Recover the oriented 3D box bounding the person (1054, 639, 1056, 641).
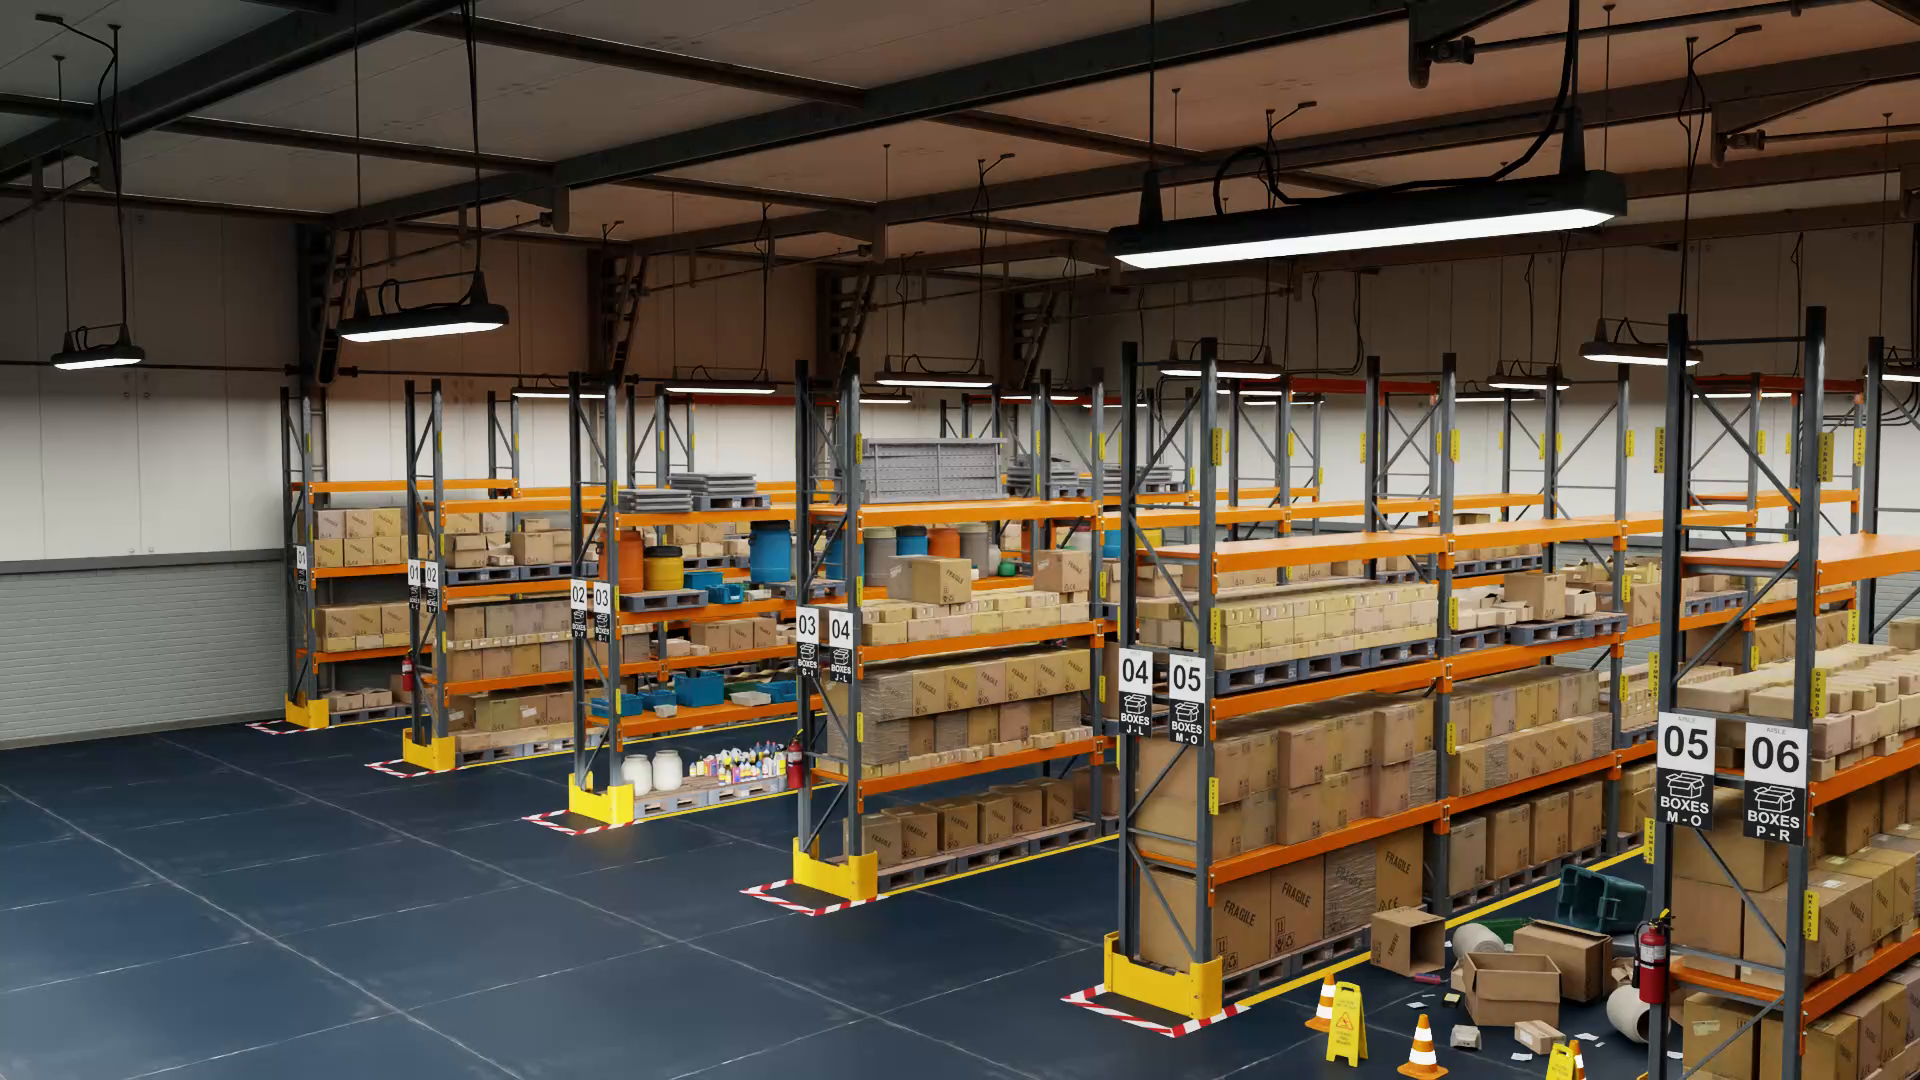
[{"bbox_3d":[2.488,1.780,40.319,0.510,1.595,0.908,-2,4,-29],"label":"person"}]

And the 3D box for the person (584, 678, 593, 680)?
[{"bbox_3d":[-7.191,2.268,31.339,0.501,1.778,0.550,0,4,-2],"label":"person"}]

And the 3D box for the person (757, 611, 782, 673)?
[{"bbox_3d":[-3.857,2.095,34.197,0.640,1.856,0.454,-2,4,-28],"label":"person"}]
